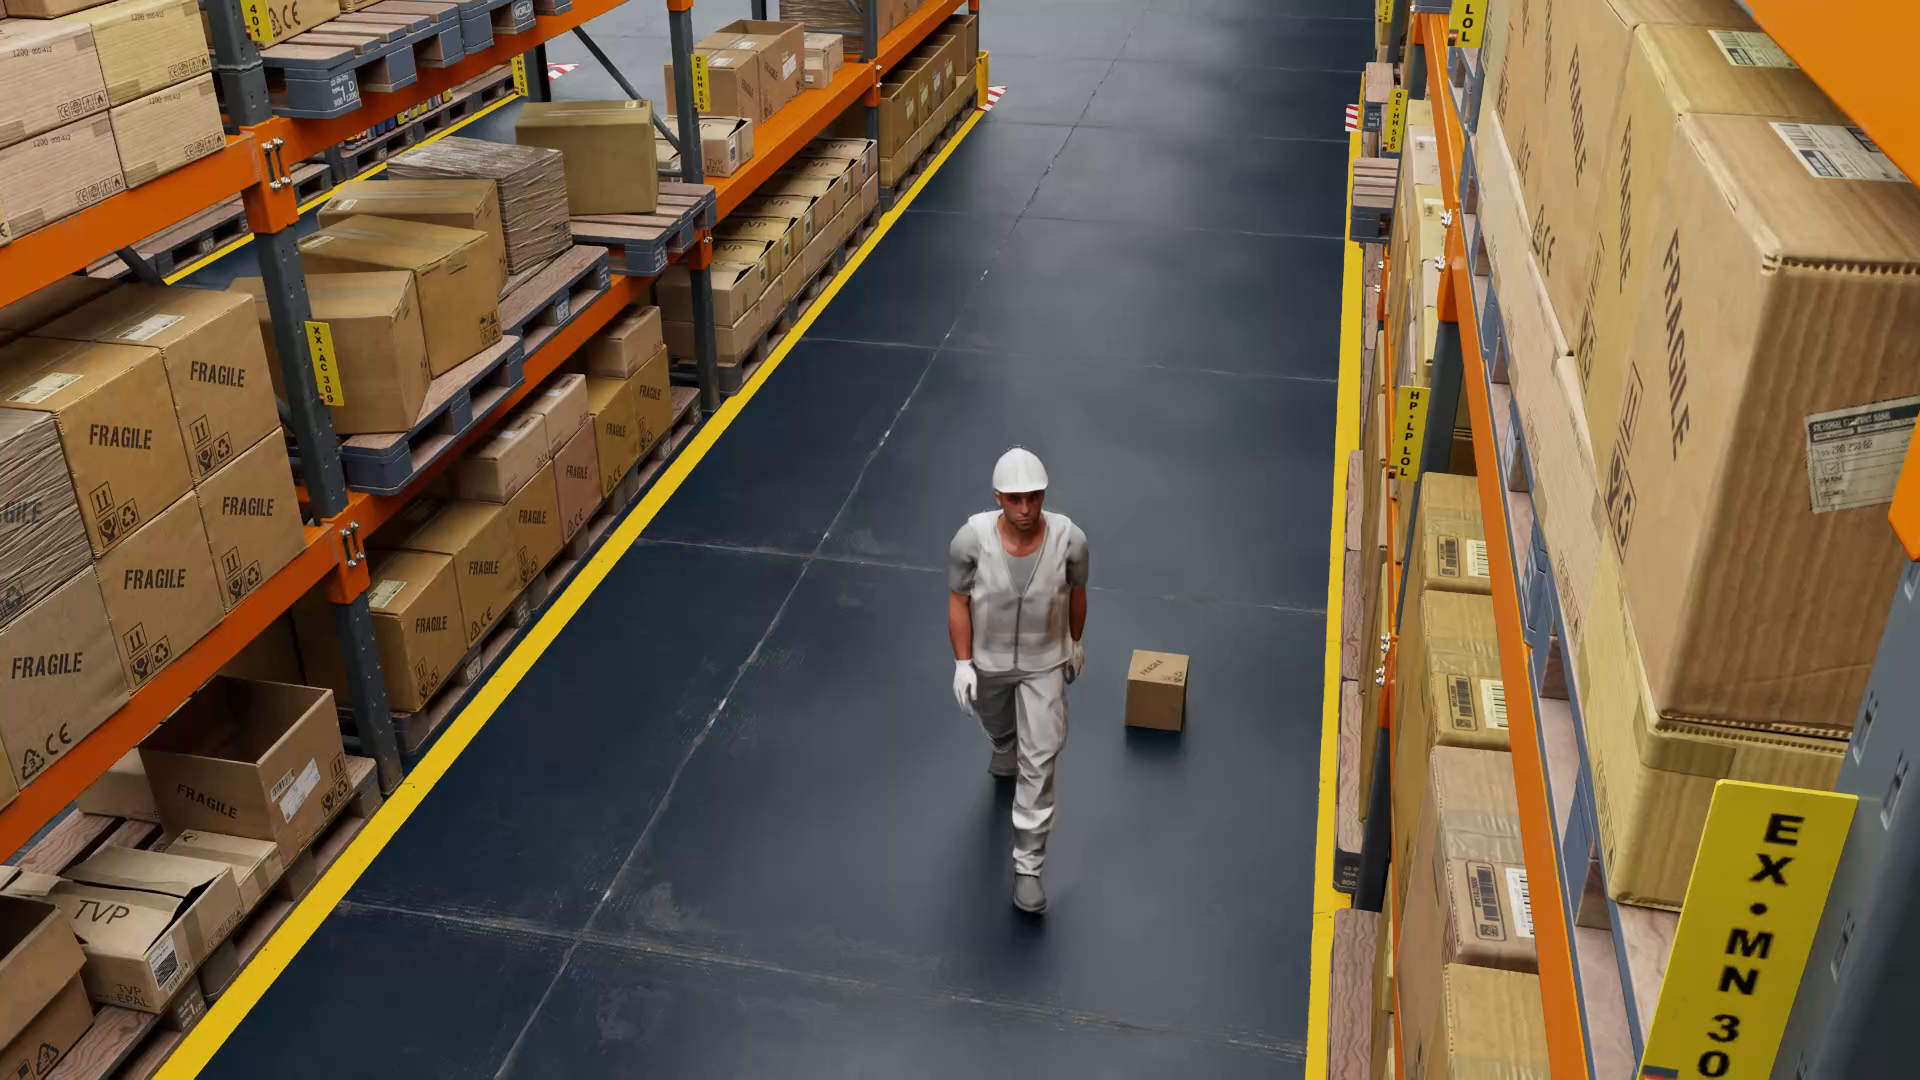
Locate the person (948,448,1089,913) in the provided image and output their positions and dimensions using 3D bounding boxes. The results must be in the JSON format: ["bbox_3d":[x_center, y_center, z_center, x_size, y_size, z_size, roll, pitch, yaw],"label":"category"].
[{"bbox_3d":[0.216,0.439,6.315,0.520,1.744,1.090,2,29,4],"label":"person"}]
